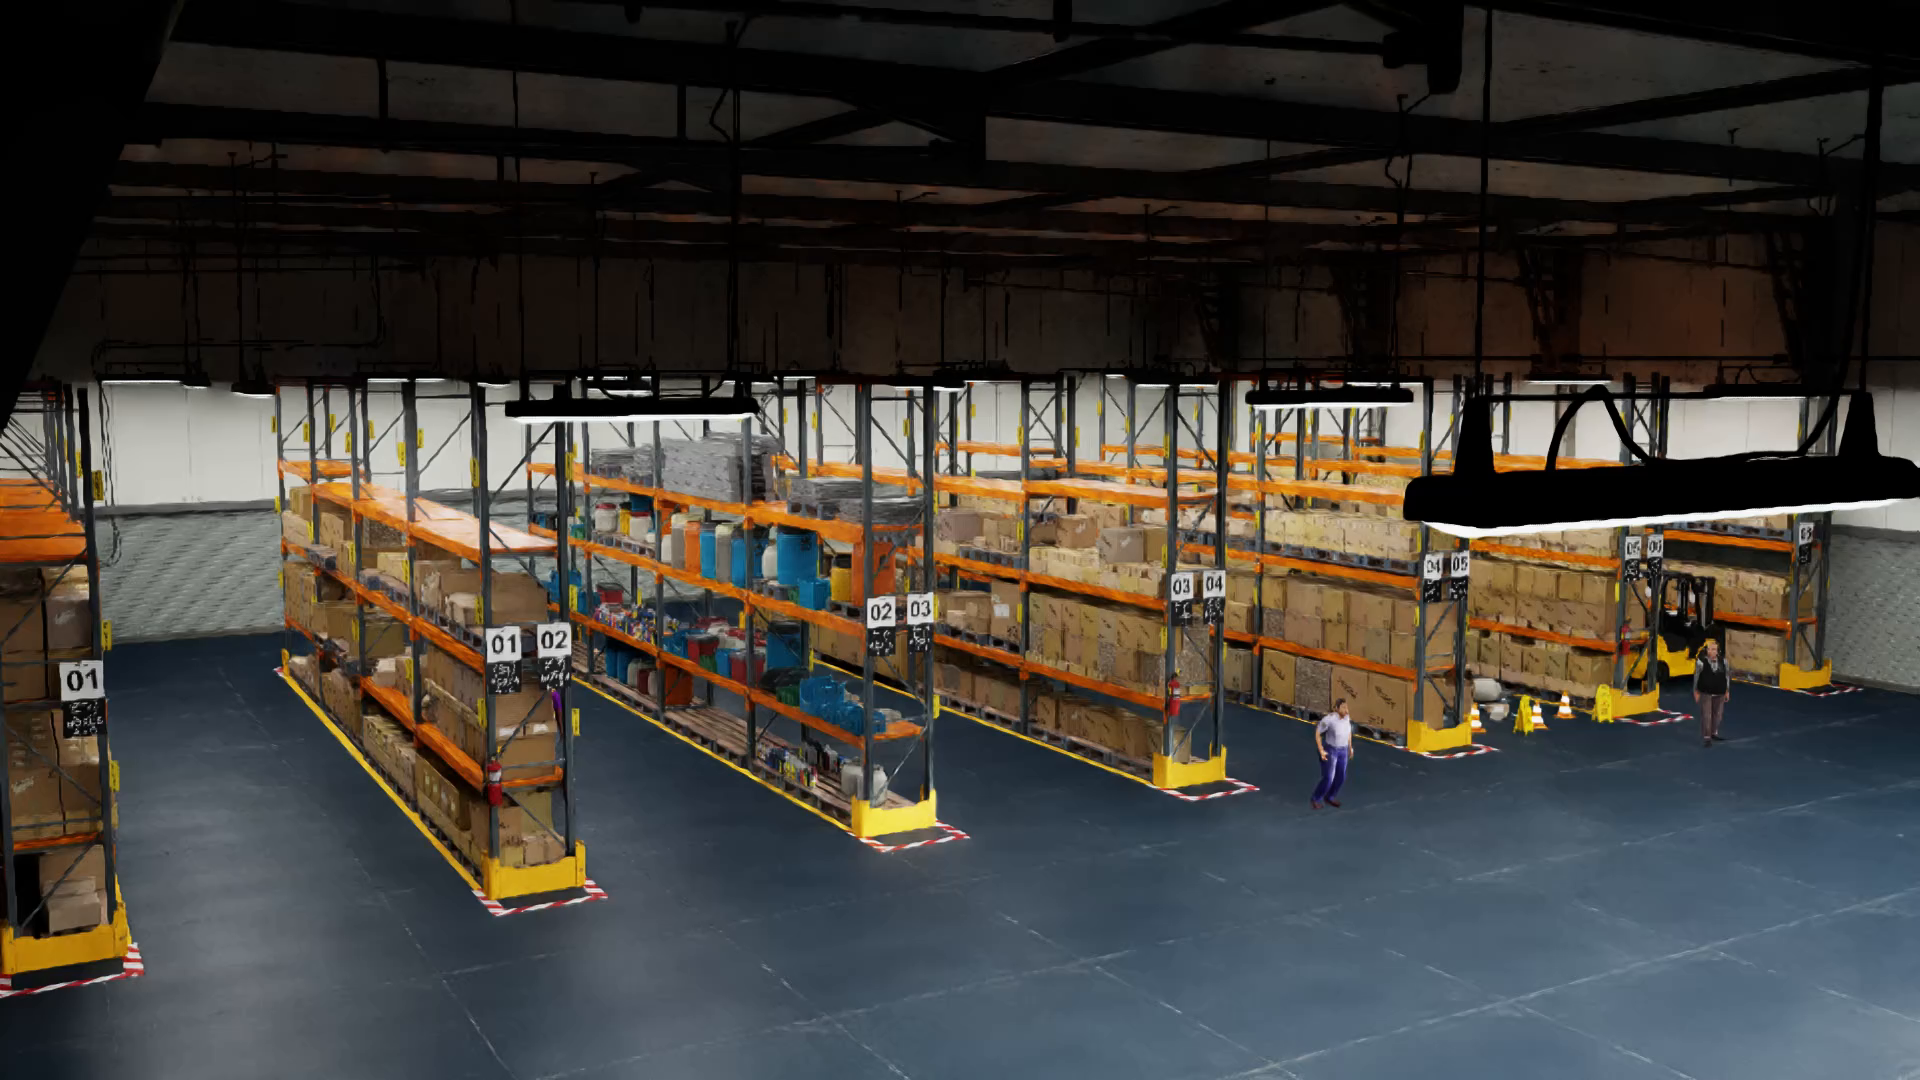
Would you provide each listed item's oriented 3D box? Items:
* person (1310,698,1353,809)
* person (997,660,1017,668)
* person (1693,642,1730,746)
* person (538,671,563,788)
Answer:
[{"bbox_3d":[5.253,2.988,23.423,0.625,1.596,0.510,-4,7,-32],"label":"person"},{"bbox_3d":[0.971,1.793,34.165,0.493,1.605,0.991,-4,7,-31],"label":"person"},{"bbox_3d":[12.316,2.503,27.298,0.565,1.707,0.562,1,6,6],"label":"person"},{"bbox_3d":[-6.092,2.746,24.602,0.632,1.771,0.447,3,7,29],"label":"person"}]
